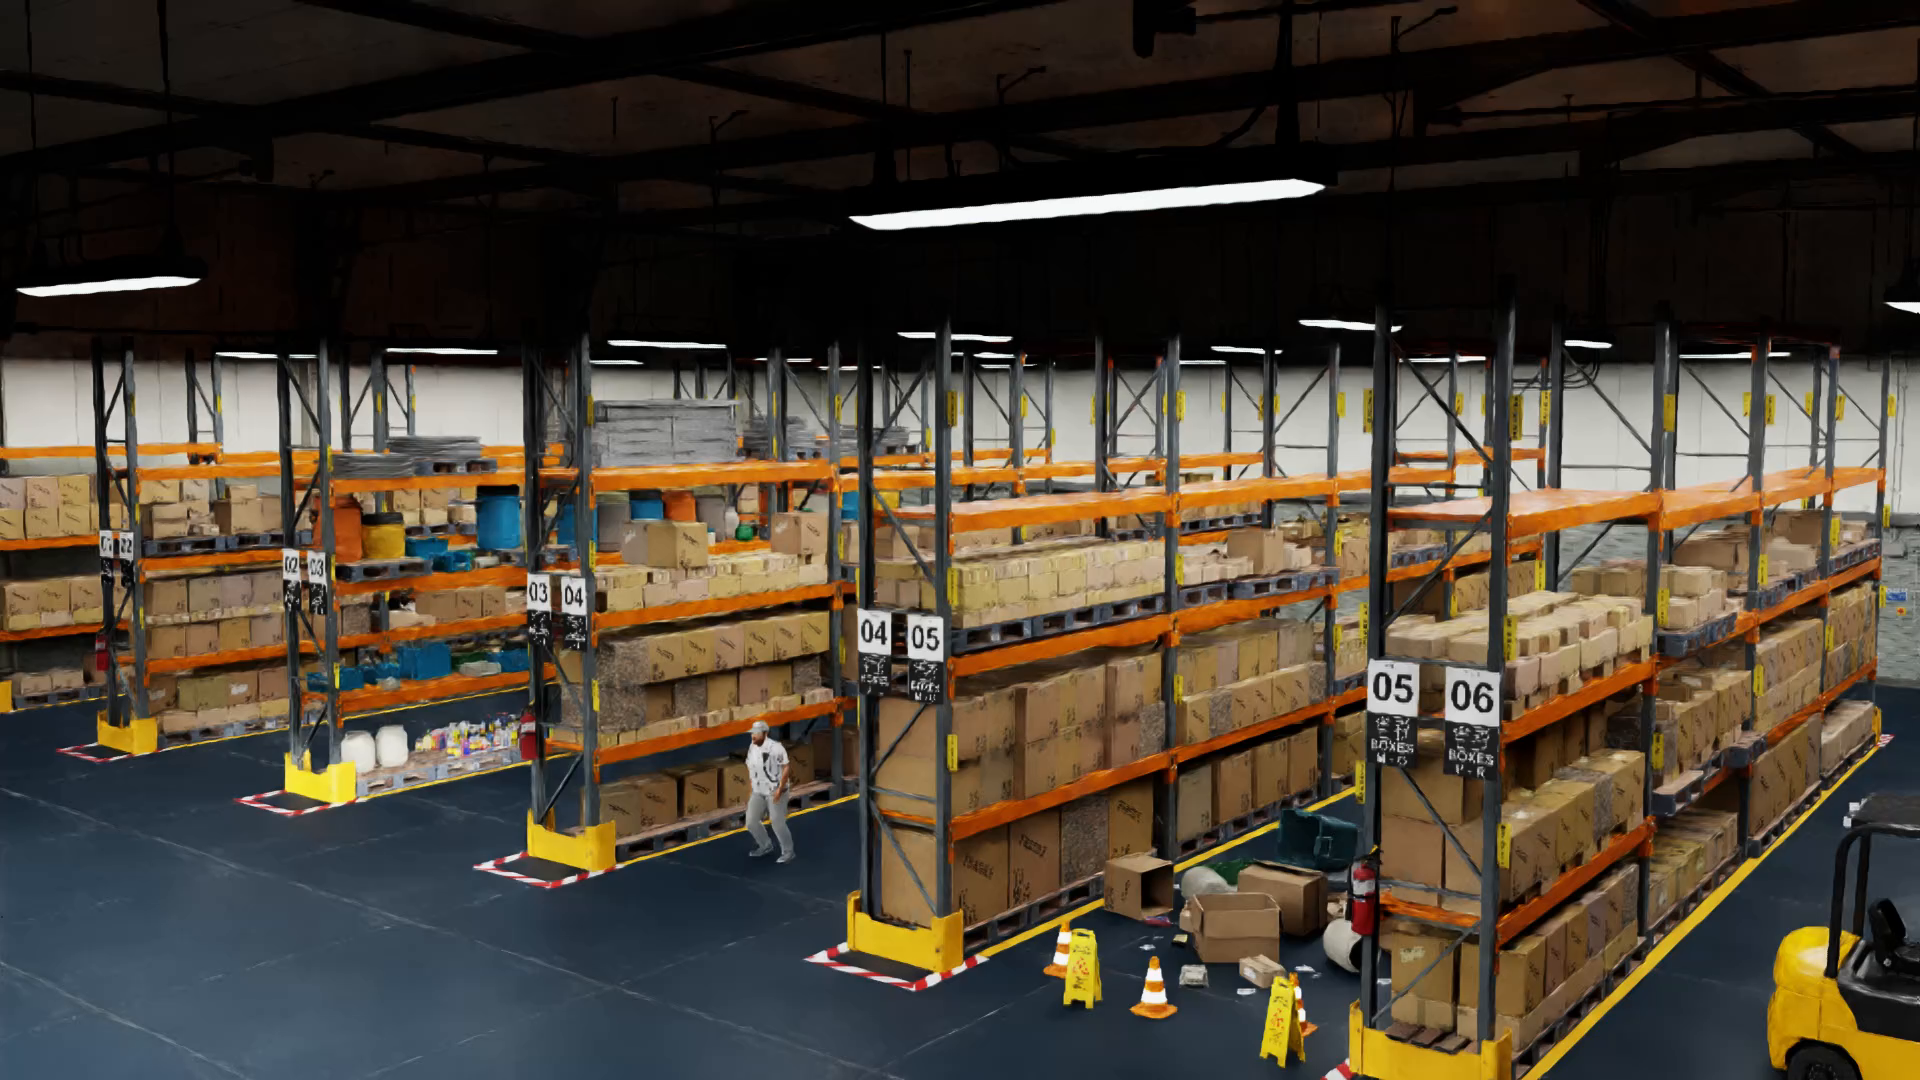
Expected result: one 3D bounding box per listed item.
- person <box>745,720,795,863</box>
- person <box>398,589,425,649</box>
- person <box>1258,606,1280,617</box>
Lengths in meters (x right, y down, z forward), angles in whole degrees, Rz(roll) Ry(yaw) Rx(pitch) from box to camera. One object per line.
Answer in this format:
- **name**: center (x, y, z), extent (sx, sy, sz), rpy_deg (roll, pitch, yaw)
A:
- **person**: center (-2.135, 2.772, 18.406), extent (0.625, 1.607, 0.582), rpy_deg (4, 6, 36)
- **person**: center (-9.898, 1.700, 30.057), extent (0.682, 1.715, 0.542), rpy_deg (4, 6, 35)
- **person**: center (6.317, 1.258, 34.779), extent (0.785, 1.769, 0.520), rpy_deg (0, 5, -4)
